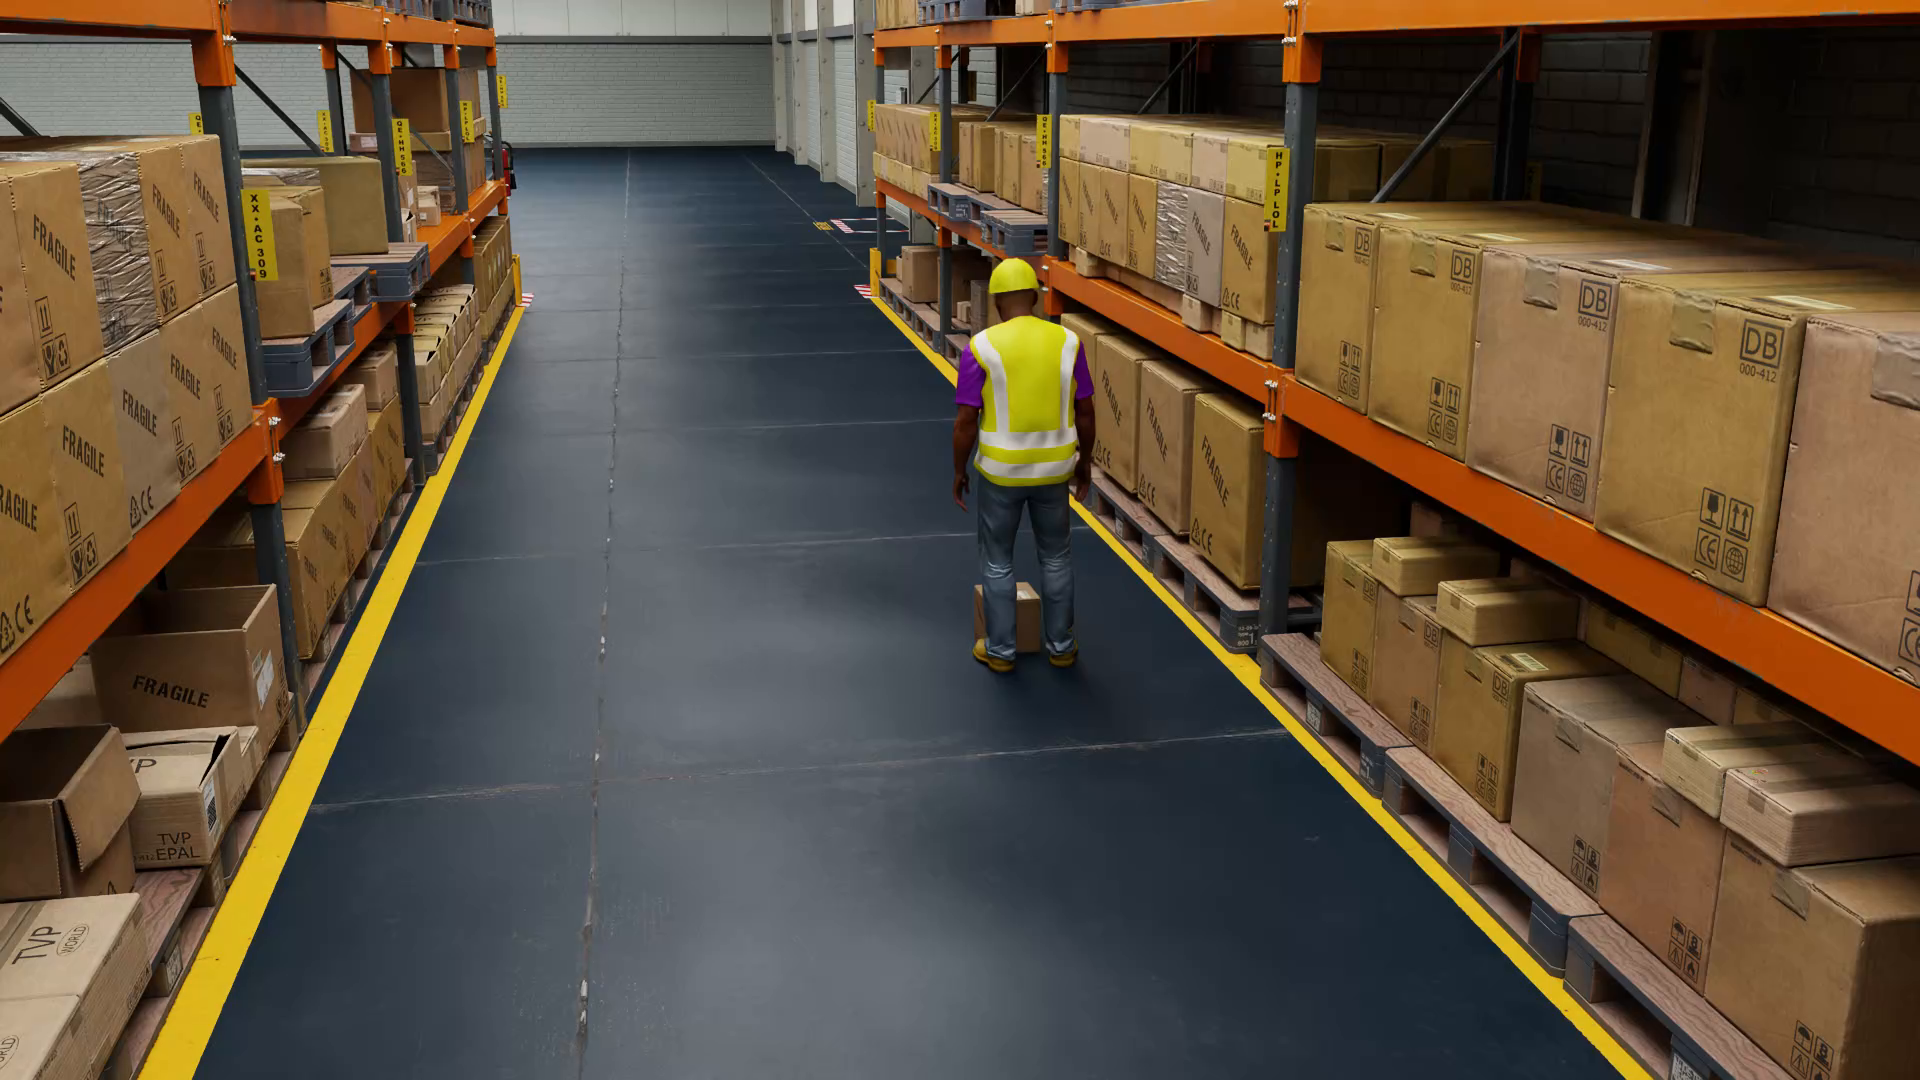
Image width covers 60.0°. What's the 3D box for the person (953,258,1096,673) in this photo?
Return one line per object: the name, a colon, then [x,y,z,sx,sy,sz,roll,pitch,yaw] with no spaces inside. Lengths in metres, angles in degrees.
person: [0.263,-0.308,7.064,0.626,1.759,0.463,-4,17,-13]
